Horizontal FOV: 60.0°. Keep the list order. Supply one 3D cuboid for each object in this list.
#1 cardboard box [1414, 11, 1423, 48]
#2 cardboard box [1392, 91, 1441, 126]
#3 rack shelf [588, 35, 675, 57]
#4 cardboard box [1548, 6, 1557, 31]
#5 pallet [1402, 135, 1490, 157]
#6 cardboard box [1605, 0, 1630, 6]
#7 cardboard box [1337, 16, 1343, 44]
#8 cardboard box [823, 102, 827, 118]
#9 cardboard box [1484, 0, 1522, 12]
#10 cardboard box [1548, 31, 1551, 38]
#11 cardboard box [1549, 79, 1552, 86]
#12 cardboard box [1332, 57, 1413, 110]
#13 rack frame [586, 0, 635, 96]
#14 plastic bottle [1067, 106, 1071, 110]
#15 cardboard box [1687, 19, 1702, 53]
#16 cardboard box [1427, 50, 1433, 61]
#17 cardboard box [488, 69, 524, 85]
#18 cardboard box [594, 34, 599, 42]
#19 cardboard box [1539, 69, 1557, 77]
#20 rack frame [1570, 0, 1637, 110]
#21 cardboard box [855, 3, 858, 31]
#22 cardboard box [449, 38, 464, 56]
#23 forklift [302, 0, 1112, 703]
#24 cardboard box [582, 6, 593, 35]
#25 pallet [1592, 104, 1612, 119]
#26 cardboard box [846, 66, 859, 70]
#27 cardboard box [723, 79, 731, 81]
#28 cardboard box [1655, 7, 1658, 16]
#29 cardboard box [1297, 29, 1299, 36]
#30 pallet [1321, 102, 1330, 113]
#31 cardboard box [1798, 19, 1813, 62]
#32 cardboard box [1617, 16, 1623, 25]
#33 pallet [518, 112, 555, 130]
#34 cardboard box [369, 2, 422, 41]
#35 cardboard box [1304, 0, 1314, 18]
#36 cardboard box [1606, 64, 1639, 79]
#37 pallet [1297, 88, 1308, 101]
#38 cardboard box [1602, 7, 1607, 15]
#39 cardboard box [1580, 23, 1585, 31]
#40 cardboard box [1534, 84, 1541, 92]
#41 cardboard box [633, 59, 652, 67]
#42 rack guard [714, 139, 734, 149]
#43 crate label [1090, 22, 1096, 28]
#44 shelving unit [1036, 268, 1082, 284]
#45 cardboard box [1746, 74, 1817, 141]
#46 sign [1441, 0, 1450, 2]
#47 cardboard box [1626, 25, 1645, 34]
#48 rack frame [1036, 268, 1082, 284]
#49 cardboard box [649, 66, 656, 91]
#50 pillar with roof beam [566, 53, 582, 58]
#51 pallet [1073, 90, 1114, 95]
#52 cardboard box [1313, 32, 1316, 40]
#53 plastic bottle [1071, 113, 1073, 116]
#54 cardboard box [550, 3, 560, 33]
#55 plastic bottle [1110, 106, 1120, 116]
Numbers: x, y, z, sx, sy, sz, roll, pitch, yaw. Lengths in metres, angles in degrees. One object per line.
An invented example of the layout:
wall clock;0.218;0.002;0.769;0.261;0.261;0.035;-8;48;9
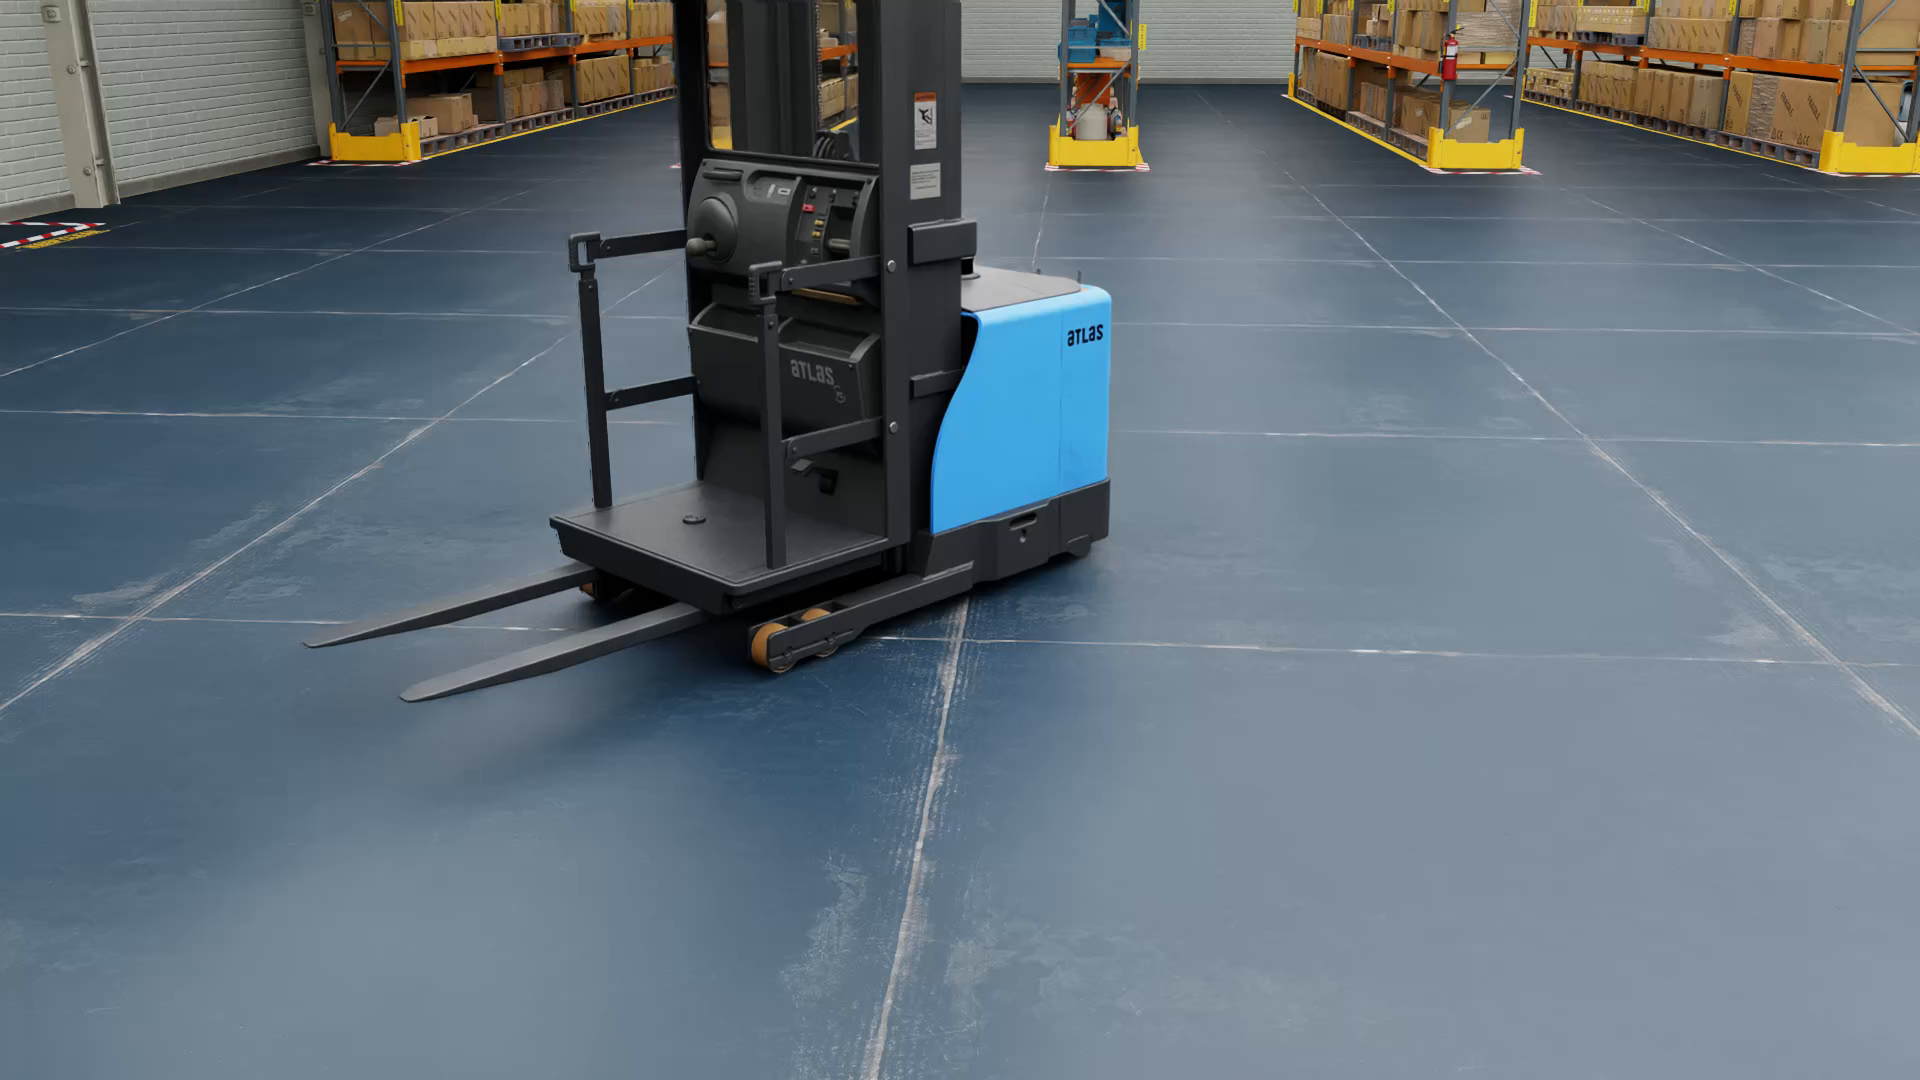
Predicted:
cardboard box;6.874;-7.150;23.287;0.875;0.500;0.500;1;18;4
cardboard box;7.117;-6.777;26.096;0.700;0.500;0.500;0;18;0
rack shelf;-7.053;-10.661;35.797;1.077;0.370;4.000;1;18;4
cardboard box;12.453;-10.729;34.210;0.500;0.500;0.500;1;18;2
pallet;6.954;-5.651;23.830;1.003;0.211;1.213;1;18;4
cardboard box;12.841;-10.707;32.537;0.500;0.500;0.500;2;18;5
cardboard box;7.202;-9.330;30.420;0.500;0.500;0.500;1;18;2
cardboard box;-2.480;-7.120;27.577;0.500;0.250;0.500;1;18;2
cardboard box;7.076;-7.152;21.689;0.500;0.500;0.500;1;18;4
cardboard box;12.480;-10.532;34.652;0.380;0.149;0.250;1;18;3
cardboard box;12.524;-9.571;34.741;0.380;0.149;0.250;2;18;7
cardboard box;7.409;-8.212;29.904;1.225;0.875;0.875;0;18;1
rack frame;-7.196;-10.382;33.790;1.000;3.000;0.127;1;18;4
plastic bottle;1.640;-6.385;25.139;0.144;0.351;0.185;2;18;5
cardboard box;11.835;-7.953;26.216;0.500;0.500;0.500;1;18;4
cardboard box;6.653;-6.686;22.913;0.380;0.149;0.250;1;18;4
cardboard box;-7.672;-7.802;28.021;0.500;0.250;0.500;1;18;2
cardboard box;-7.129;-9.603;31.785;0.380;0.149;0.250;1;18;4
cardboard box;12.495;-9.880;35.207;0.380;0.149;0.250;0;18;1
rack frame;12.565;-9.908;32.344;1.000;3.000;0.127;1;18;4
cardboard box;-2.320;-9.969;31.696;0.700;0.500;0.500;-3;18;-10
cardboard box;-7.601;-7.214;24.331;0.500;0.250;0.500;1;18;4
forklift;-0.779;-1.127;5.655;1.130;2.935;3.031;17;24;41
cardboard box;-7.146;-9.646;30.872;0.500;0.500;0.500;2;18;6
pallet;12.426;-7.961;30.880;1.003;0.211;1.213;1;18;4
cardboard box;-2.126;-9.879;35.557;0.797;0.503;0.637;1;18;4
cardboard box;-3.246;-6.590;24.753;0.500;0.500;0.500;1;18;4
cardboard box;12.563;-9.410;29.596;0.380;0.149;0.250;1;18;2
cardboard box;7.557;-11.070;36.294;0.380;0.149;0.250;1;18;5
pallet;7.645;-8.484;32.475;1.003;0.211;1.213;1;18;4
cardboard box;11.869;-6.711;22.346;0.875;0.550;0.550;1;18;4
cardboard box;11.893;-9.216;29.482;0.380;0.149;0.250;2;18;5
pallet;-7.631;-7.194;28.539;1.003;0.211;1.213;1;18;4
cardboard box;-7.723;-7.091;22.751;0.500;0.500;0.500;1;18;4
cardboard box;7.541;-11.260;35.027;0.500;0.500;0.500;1;18;2
cardboard box;12.143;-8.567;30.386;0.500;0.250;0.500;2;18;5
pallet;7.933;-9.717;36.240;1.003;0.211;1.213;1;18;4
cardboard box;11.971;-9.673;30.401;0.380;0.149;0.250;2;18;6
cardboard box;12.064;-9.790;31.712;0.380;0.149;0.250;2;18;5
cardboard box;12.419;-9.602;35.314;0.380;0.149;0.250;2;18;5
cardboard box;-6.797;-10.196;35.521;0.380;0.149;0.250;1;18;2
rack guard;-3.117;-5.350;22.448;1.175;0.500;0.348;1;18;4
crate label;2.057;-8.633;28.395;0.502;0.435;0.616;1;18;4
shelving unit;0.375;-0.612;7.106;0.215;1.050;0.252;7;19;21
cardboard box;11.816;-6.140;23.580;0.875;0.875;0.875;1;18;4
sign;6.213;-7.042;21.231;0.100;0.325;0.005;1;18;4
cardboard box;11.855;-8.909;29.025;0.380;0.149;0.250;2;18;5
rack frame;0.420;-0.648;7.213;0.200;1.050;0.008;7;19;21
cardboard box;-6.962;-9.939;35.778;0.700;0.500;0.500;2;18;5
pillar with roof beam;-3.715;-13.373;33.285;9.100;9.000;0.400;1;18;4
pallet;2.784;-9.445;35.408;1.003;0.211;1.213;1;18;4
cardboard box;7.357;-10.193;33.615;0.380;0.149;0.250;1;18;3
plastic bottle;1.653;-6.242;24.831;0.097;0.271;0.097;0;18;0
cardboard box;-7.507;-9.250;29.468;0.700;0.500;0.500;-1;18;-3
plastic bottle;2.339;-6.360;25.064;0.144;0.351;0.185;0;18;1
